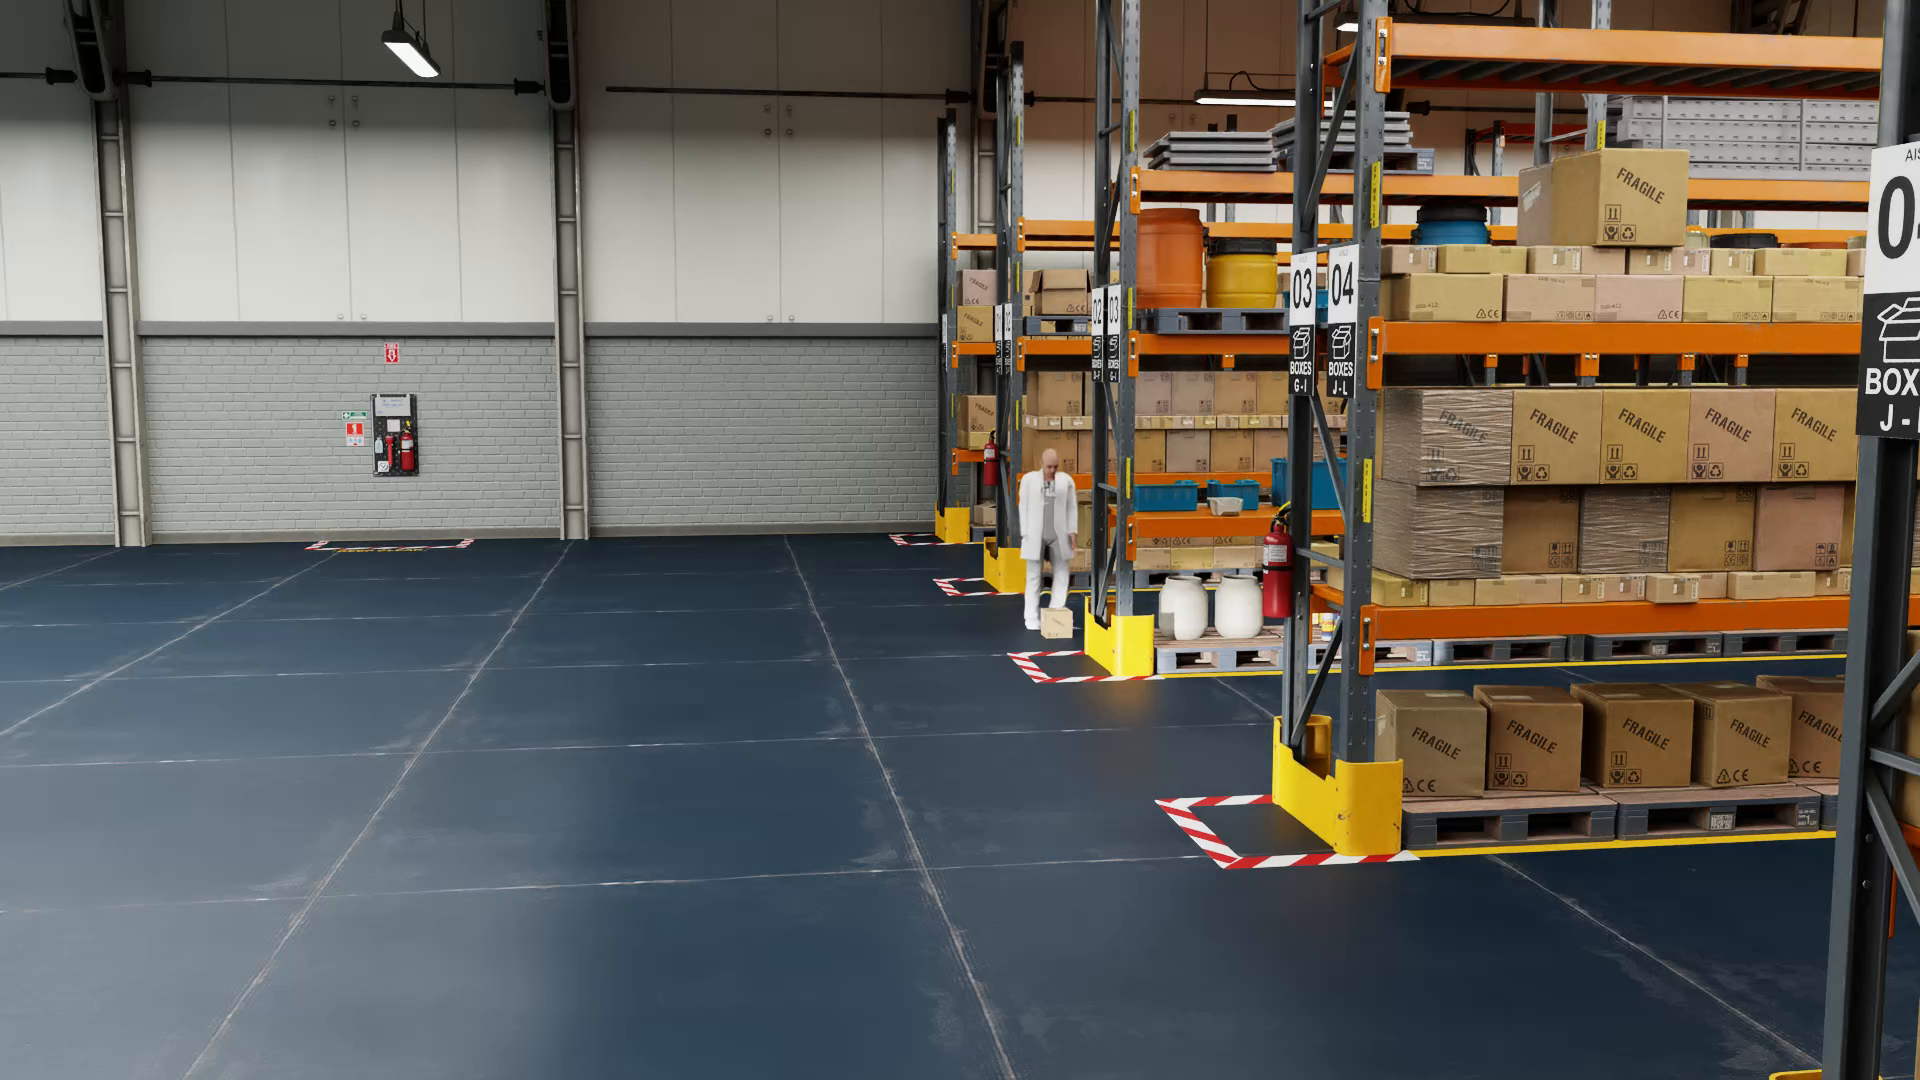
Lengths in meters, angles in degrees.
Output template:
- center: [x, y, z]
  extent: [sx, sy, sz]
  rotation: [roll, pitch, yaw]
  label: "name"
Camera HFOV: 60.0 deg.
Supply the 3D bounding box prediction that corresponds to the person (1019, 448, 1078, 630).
- center: [0.858, -0.015, 16.081]
  extent: [0.579, 1.752, 0.385]
  rotation: [-1, 6, -7]
  label: "person"
